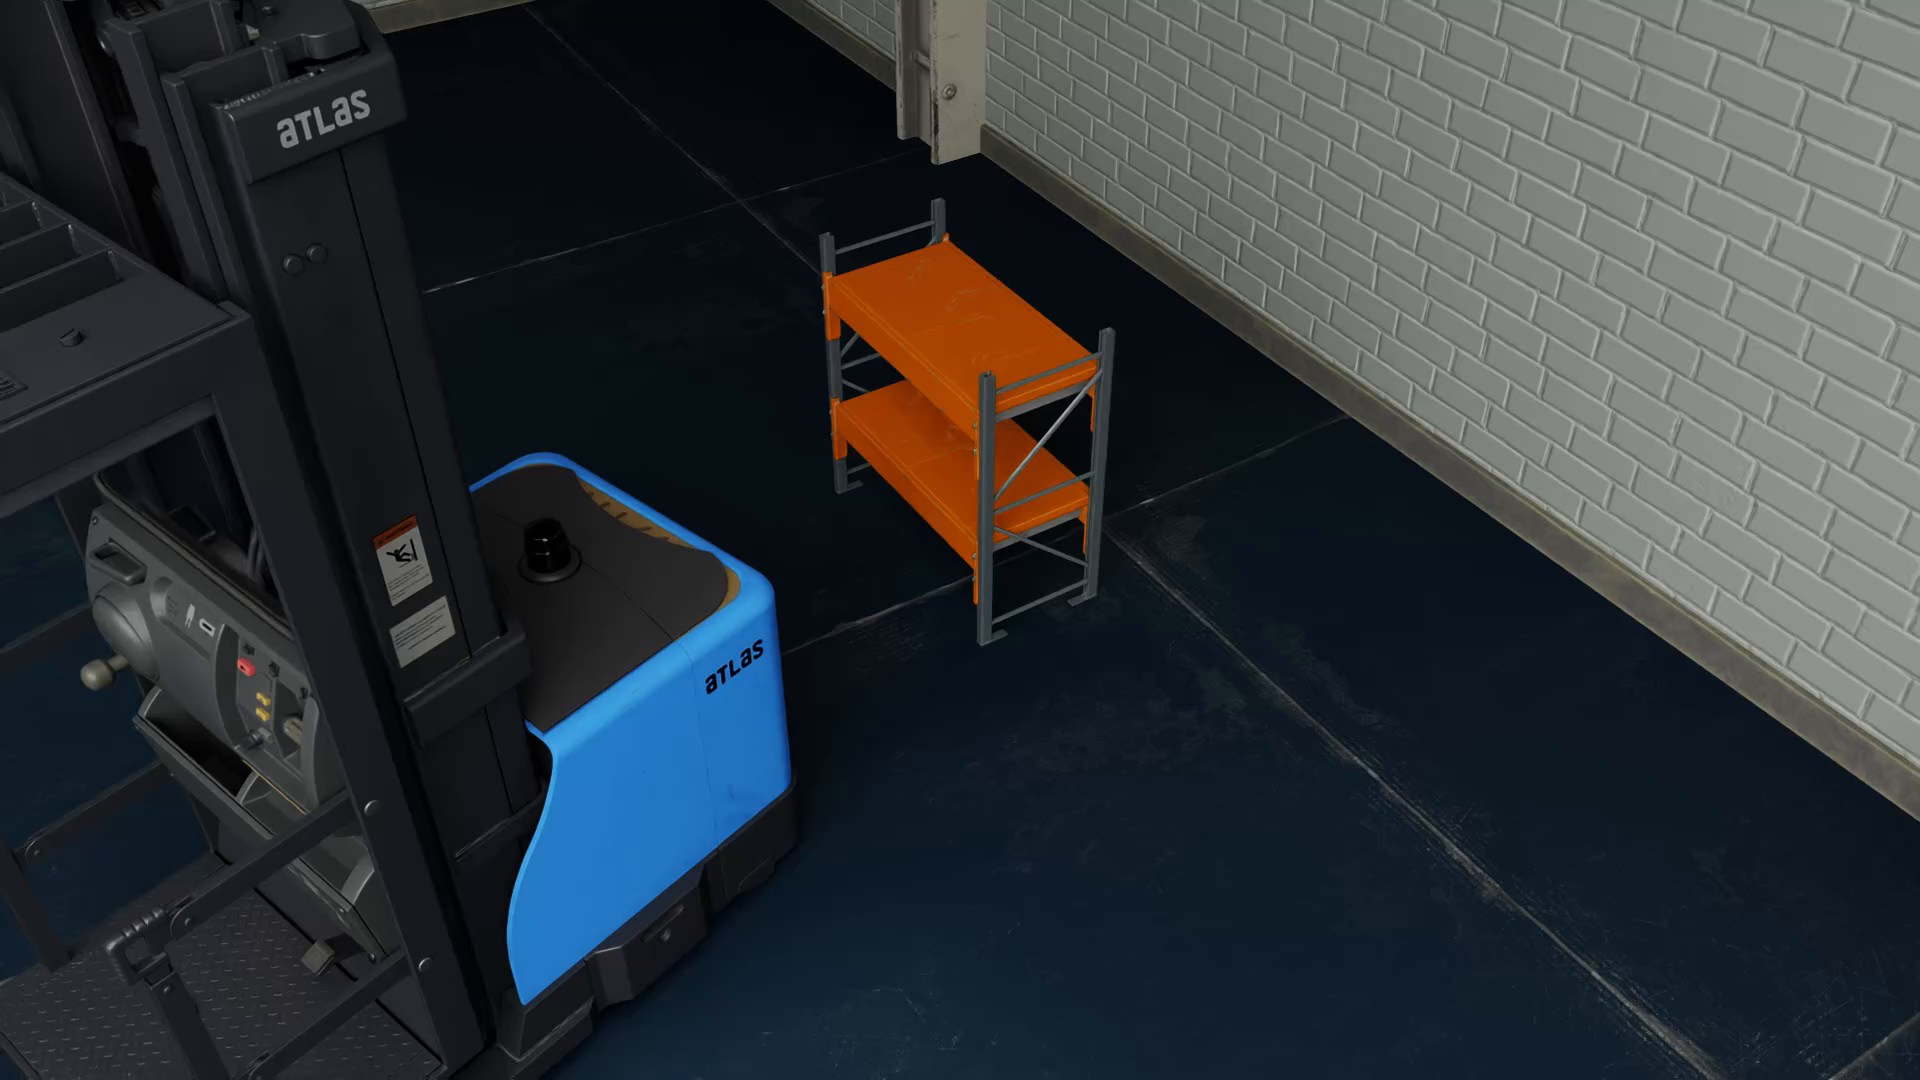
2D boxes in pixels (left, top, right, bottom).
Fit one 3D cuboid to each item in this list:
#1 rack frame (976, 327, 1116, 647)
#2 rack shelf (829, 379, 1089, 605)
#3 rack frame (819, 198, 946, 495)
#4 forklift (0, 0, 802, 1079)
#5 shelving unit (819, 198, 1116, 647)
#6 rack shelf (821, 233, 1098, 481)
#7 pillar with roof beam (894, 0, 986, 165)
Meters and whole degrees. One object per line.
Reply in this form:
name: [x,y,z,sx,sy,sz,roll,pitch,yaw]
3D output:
rack frame: [0.277,-0.154,5.556,0.500,1.125,0.032,-22,45,-24]
rack shelf: [0.004,-0.241,6.042,0.538,0.278,1.000,-22,45,-24]
rack frame: [-0.270,-0.703,6.215,0.500,1.125,0.032,-22,45,-24]
forklift: [-1.813,0.334,3.559,1.130,2.935,3.031,28,47,30]
shelving unit: [0.004,-0.428,5.886,0.538,1.125,1.048,-22,45,-24]
rack shelf: [0.004,-0.653,5.698,0.538,0.278,1.000,-22,45,-24]
pillar with roof beam: [-3.730,-4.065,4.099,9.100,9.000,0.400,-22,45,-24]
